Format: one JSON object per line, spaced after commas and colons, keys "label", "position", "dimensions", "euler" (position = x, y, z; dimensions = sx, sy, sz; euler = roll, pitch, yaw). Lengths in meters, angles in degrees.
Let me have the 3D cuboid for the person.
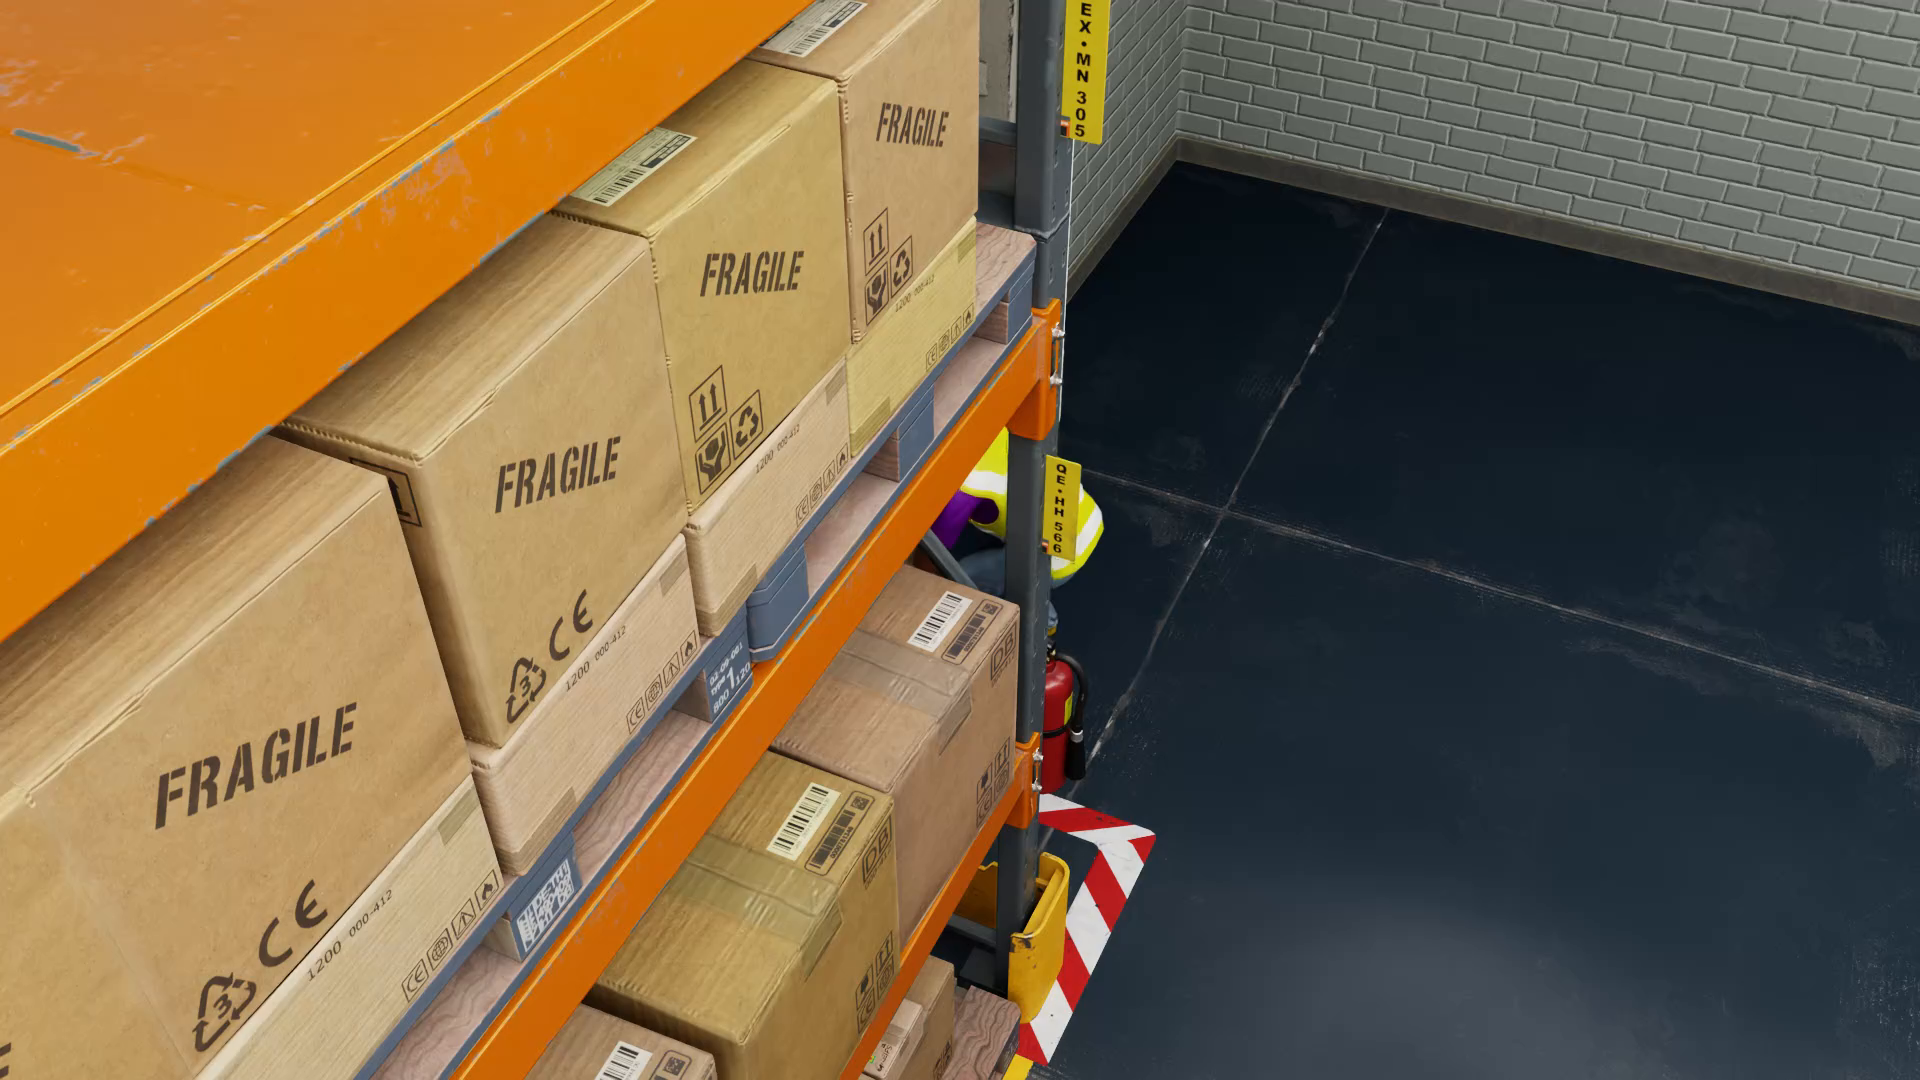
{"label": "person", "position": [0.118, -0.012, 6.585], "dimensions": [0.847, 1.196, 0.619], "euler": [17, 45, 18]}
